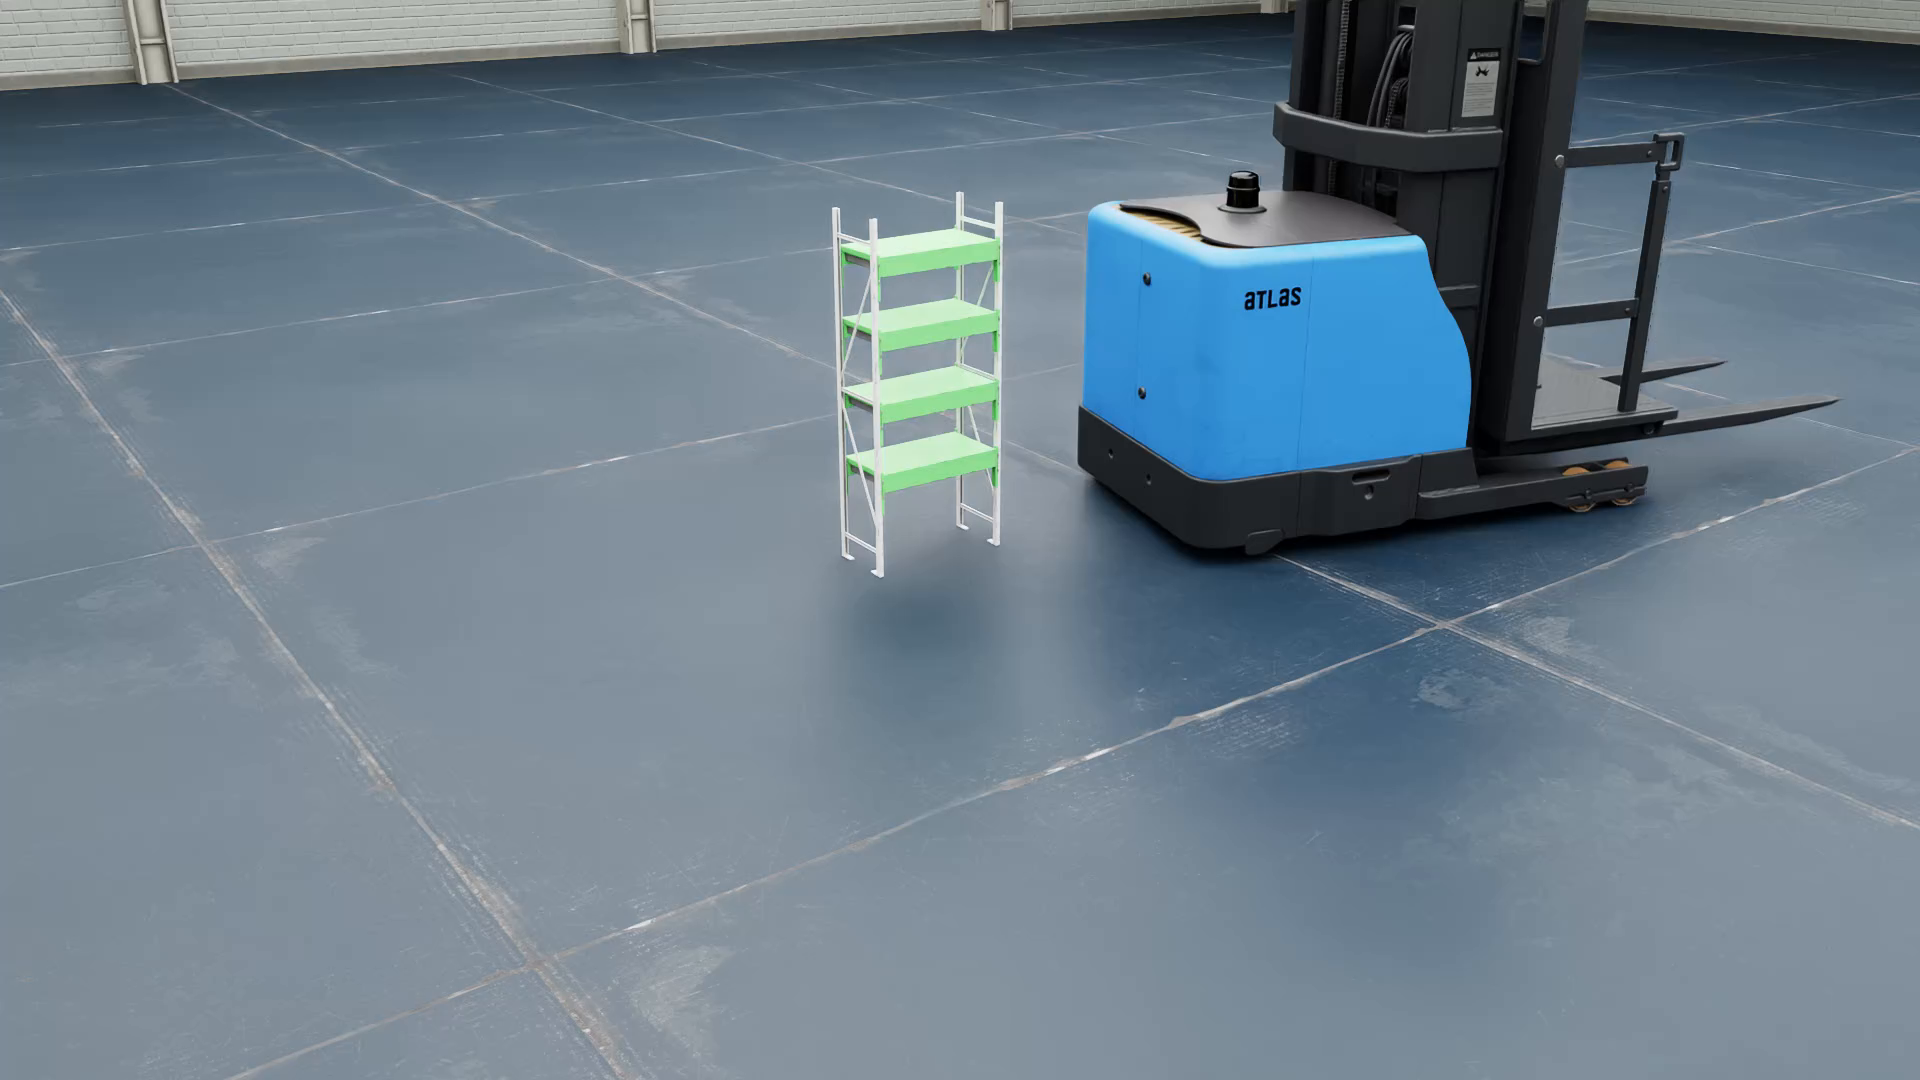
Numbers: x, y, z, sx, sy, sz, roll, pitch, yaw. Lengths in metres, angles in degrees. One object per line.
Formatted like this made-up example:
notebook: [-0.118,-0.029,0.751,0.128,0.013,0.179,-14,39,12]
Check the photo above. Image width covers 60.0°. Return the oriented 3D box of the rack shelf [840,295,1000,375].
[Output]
rack shelf: [-0.134,-0.685,5.519,0.480,0.148,0.258,-15,26,-33]

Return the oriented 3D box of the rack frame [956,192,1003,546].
rack frame: [0.064,-0.574,5.717,0.015,1.200,0.240,-15,26,-33]

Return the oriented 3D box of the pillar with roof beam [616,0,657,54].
pillar with roof beam: [-1.797,-9.424,17.372,0.400,9.000,9.100,-15,26,-33]

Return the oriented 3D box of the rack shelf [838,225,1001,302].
rack shelf: [-0.134,-0.908,5.430,0.480,0.148,0.258,-15,26,-33]

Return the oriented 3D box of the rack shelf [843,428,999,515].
rack shelf: [-0.134,-0.239,5.697,0.480,0.148,0.258,-15,26,-33]

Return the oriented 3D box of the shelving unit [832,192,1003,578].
shelving unit: [-0.134,-0.521,5.584,0.503,1.200,0.258,-15,26,-33]

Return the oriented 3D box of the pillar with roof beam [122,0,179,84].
pillar with roof beam: [-6.667,-8.126,14.117,0.400,9.000,9.100,-15,26,-33]

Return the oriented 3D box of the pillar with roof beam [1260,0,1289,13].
pillar with roof beam: [7.944,-12.022,23.881,0.400,9.000,9.100,-15,26,-33]

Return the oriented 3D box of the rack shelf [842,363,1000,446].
rack shelf: [-0.134,-0.462,5.608,0.480,0.148,0.258,-15,26,-33]

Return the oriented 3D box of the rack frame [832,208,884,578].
rack frame: [-0.332,-0.469,5.452,0.015,1.200,0.240,-15,26,-33]

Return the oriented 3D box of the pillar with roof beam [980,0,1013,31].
pillar with roof beam: [3.073,-10.723,20.627,0.400,9.000,9.100,-15,26,-33]

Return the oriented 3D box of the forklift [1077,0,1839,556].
forklift: [2.025,-1.636,6.041,3.031,2.935,1.130,-8,23,-20]
